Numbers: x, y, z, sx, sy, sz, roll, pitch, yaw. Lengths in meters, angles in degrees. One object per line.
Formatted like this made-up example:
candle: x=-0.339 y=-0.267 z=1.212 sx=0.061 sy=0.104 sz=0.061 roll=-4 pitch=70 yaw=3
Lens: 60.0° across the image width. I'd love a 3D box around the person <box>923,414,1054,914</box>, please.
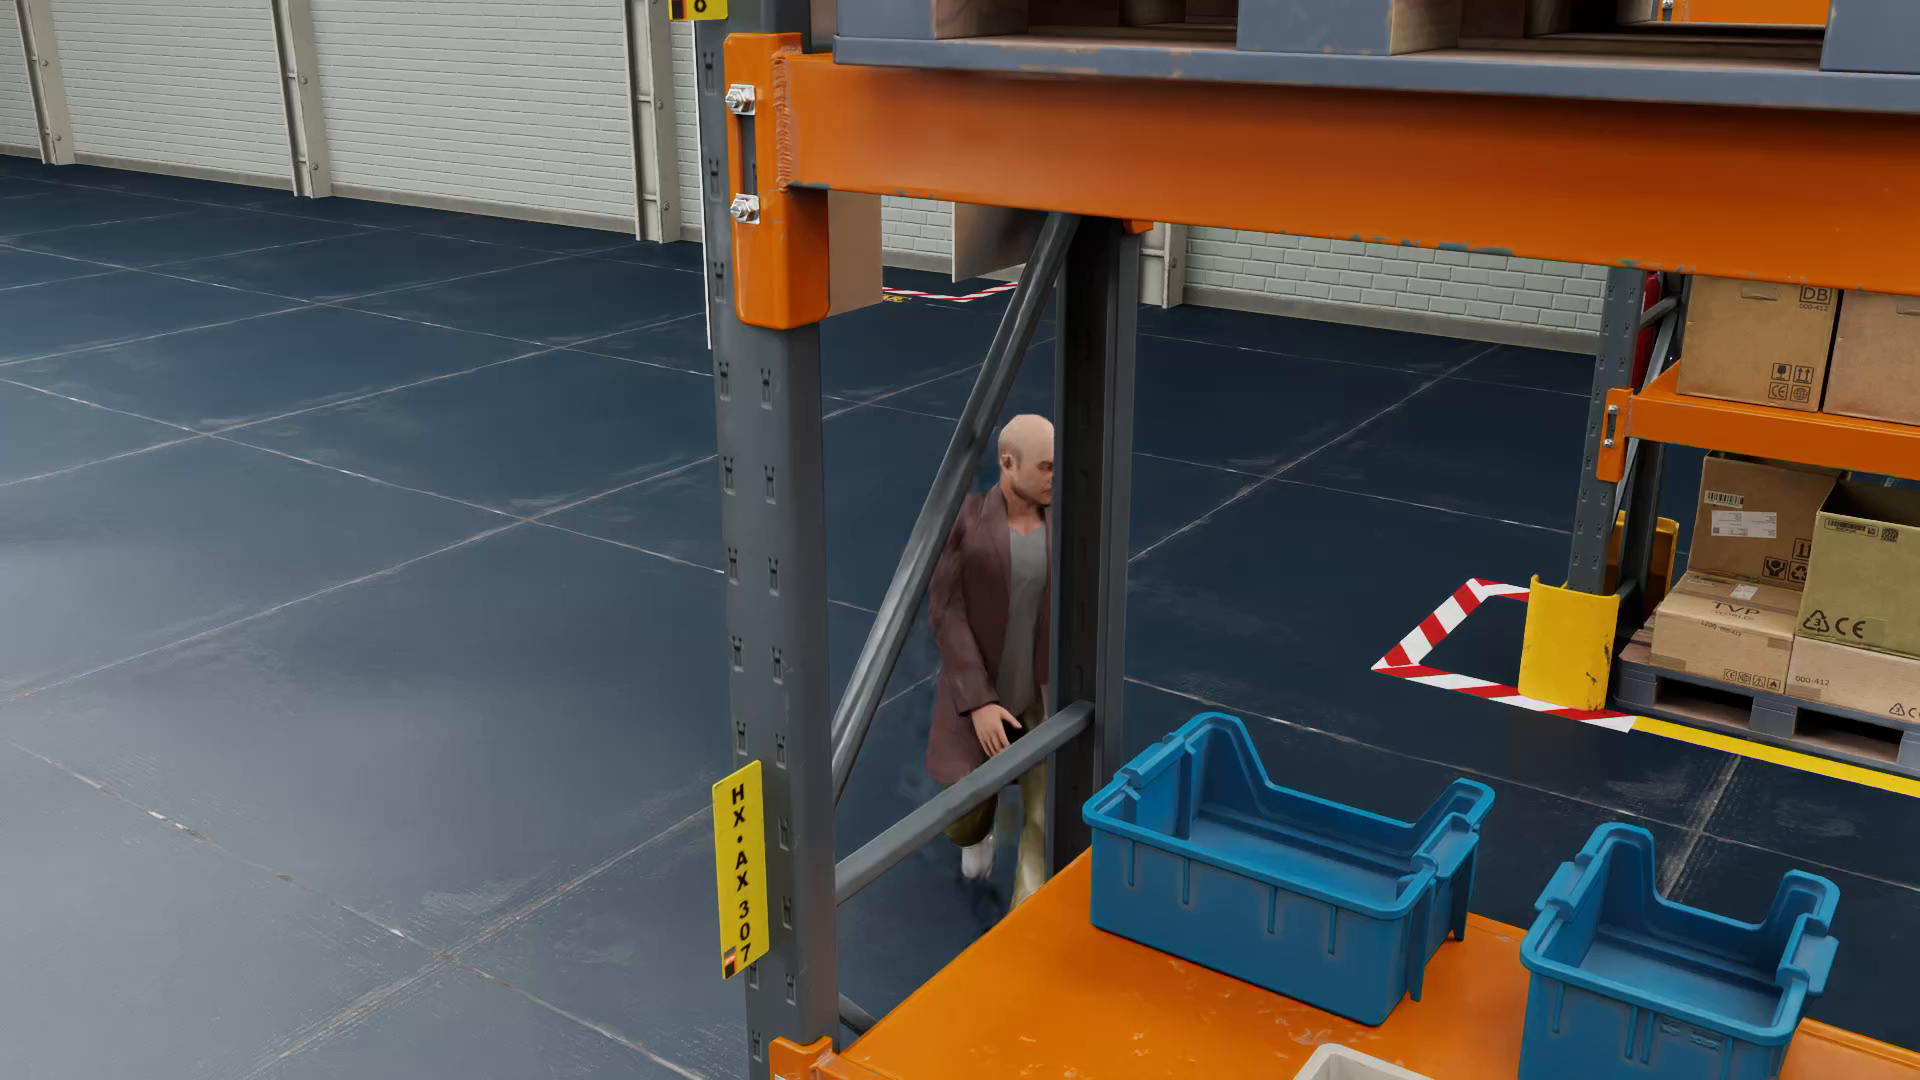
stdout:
person: x=0.170 y=0.456 z=4.928 sx=0.562 sy=1.644 sz=1.118 roll=-2 pitch=20 yaw=-4
